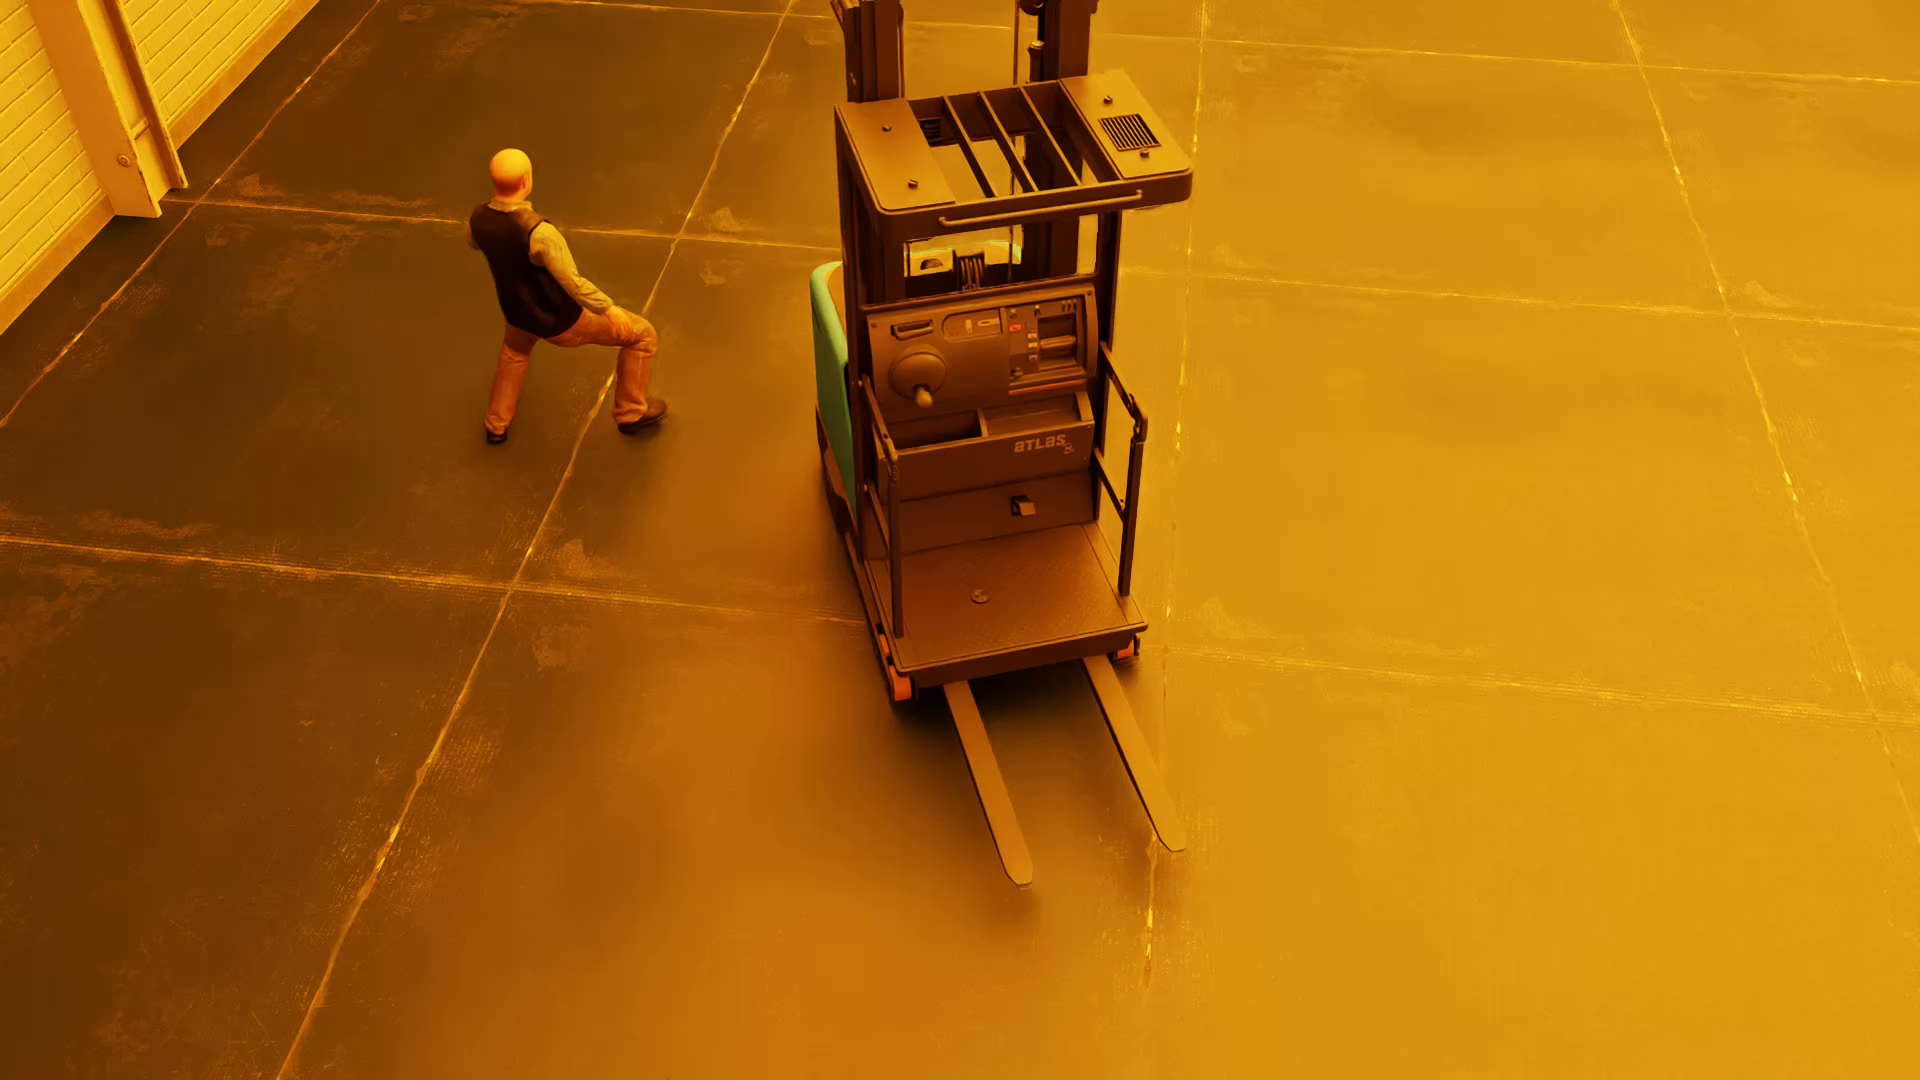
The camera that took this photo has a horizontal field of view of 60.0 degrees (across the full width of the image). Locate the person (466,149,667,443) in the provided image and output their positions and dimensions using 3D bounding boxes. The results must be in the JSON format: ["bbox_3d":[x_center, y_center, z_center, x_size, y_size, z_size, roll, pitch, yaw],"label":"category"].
[{"bbox_3d":[-2.010,-1.178,8.025,0.939,1.589,0.692,24,48,24],"label":"person"}]

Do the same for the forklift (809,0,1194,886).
[{"bbox_3d":[0.153,-0.681,6.465,1.130,2.935,3.031,-10,44,-11],"label":"forklift"}]
